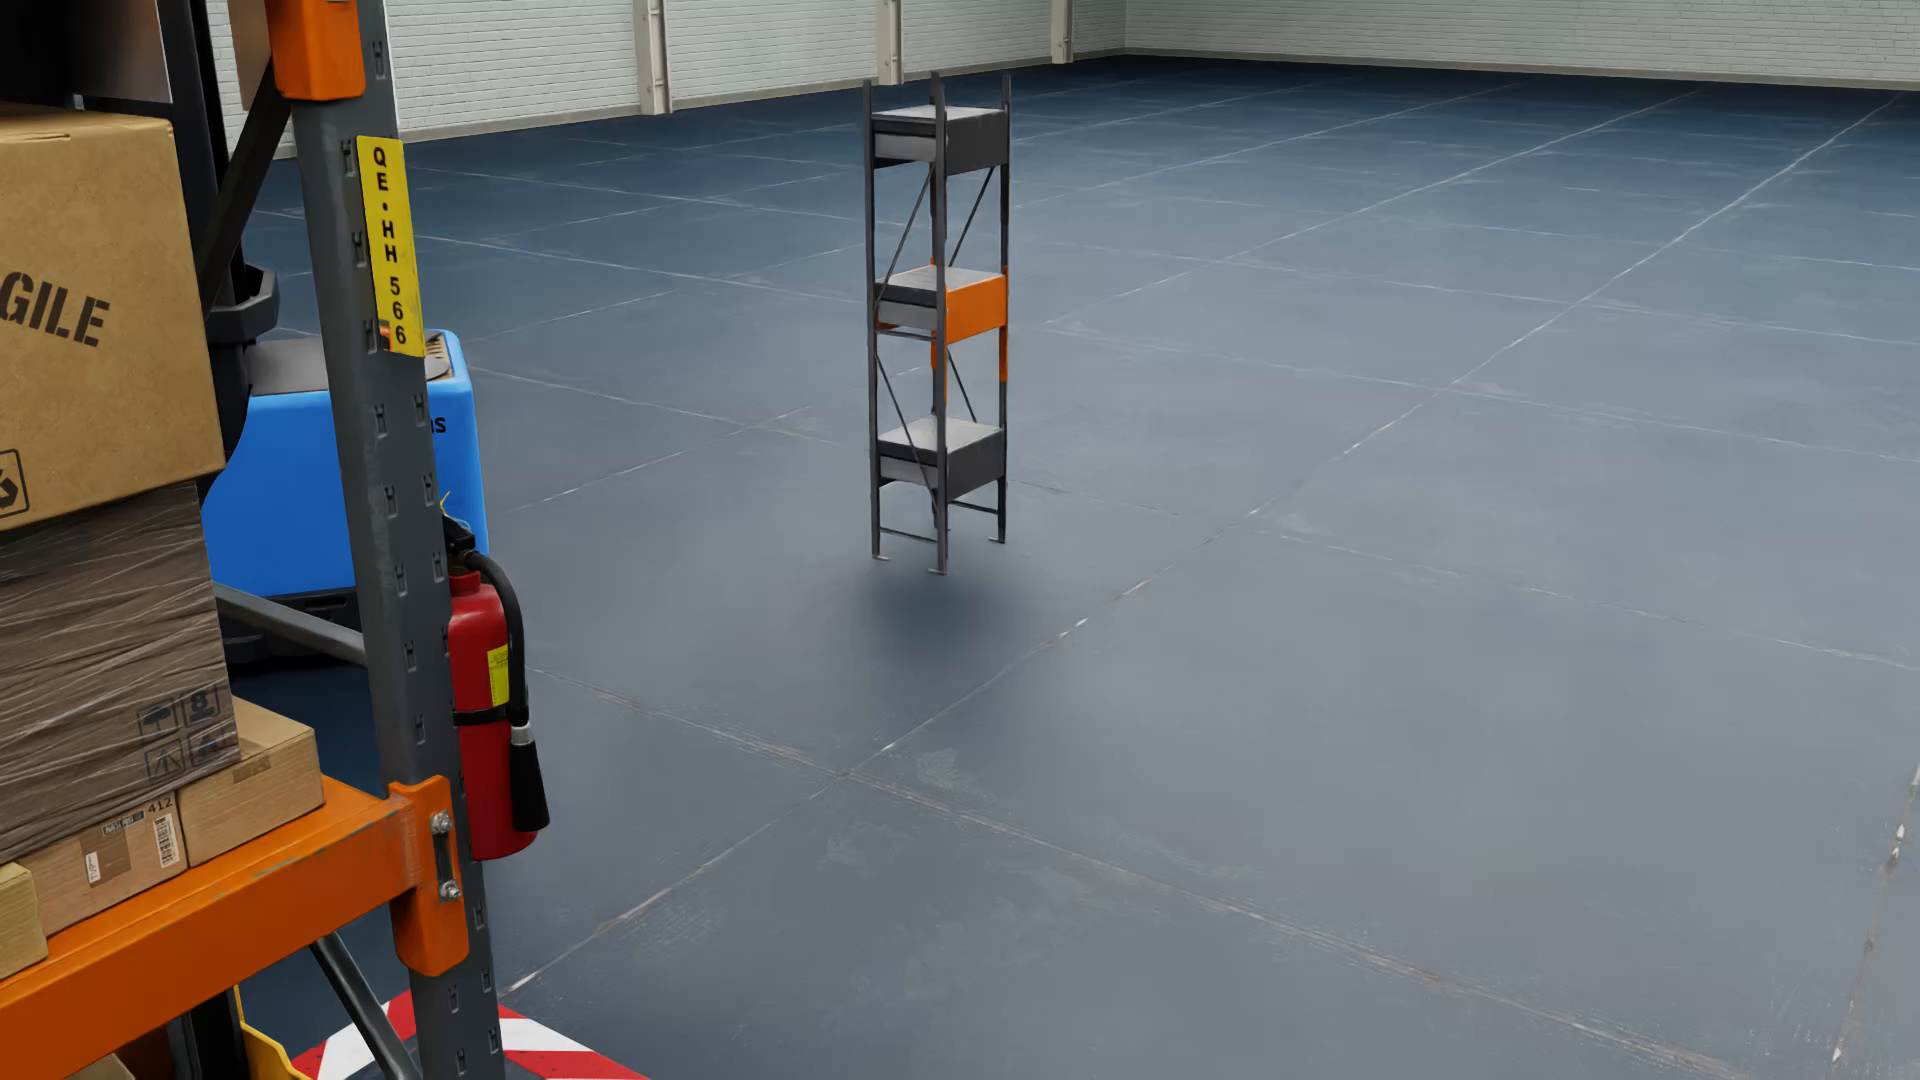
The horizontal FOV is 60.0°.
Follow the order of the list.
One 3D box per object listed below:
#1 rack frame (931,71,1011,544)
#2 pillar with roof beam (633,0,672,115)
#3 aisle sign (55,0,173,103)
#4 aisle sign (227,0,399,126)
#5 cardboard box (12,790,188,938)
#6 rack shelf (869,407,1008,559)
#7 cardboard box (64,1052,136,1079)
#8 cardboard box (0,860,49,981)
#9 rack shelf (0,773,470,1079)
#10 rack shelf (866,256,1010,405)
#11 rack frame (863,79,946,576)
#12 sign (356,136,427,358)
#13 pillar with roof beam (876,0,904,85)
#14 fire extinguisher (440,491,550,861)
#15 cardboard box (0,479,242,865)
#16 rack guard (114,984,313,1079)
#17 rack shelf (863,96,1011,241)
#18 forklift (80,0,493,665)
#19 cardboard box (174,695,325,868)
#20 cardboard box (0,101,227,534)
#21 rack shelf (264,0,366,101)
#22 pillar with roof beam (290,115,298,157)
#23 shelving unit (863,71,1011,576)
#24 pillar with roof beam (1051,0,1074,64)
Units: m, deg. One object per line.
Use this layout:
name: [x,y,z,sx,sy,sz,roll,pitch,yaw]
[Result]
rack frame: [0.044,-1.007,7.462,0.400,2.100,0.015,13,24,32]
pillar with roof beam: [-1.065,-9.877,21.495,9.100,9.000,0.400,13,24,32]
aisle sign: [-1.517,-1.158,2.825,0.394,0.787,0.004,13,24,32]
aisle sign: [-1.021,-1.041,2.508,0.394,0.787,0.004,13,24,32]
cardboard box: [-1.434,0.449,2.590,0.380,0.149,0.250,13,24,32]
rack shelf: [-0.093,-0.268,7.520,0.431,0.518,0.480,13,24,32]
cardboard box: [-1.669,1.289,2.955,0.500,0.500,0.500,19,28,42]
cardboard box: [-1.532,0.531,2.369,0.380,0.149,0.250,13,24,32]
rack shelf: [-2.428,1.049,1.643,1.077,0.370,4.000,13,24,32]
rack shelf: [-0.093,-0.925,7.277,0.431,0.518,0.480,13,24,32]
rack frame: [-0.230,-0.867,7.083,0.400,2.100,0.015,13,24,32]
sign: [-0.856,-0.440,2.506,0.100,0.325,0.005,13,24,32]
pillar with roof beam: [2.308,-11.598,26.149,9.100,9.000,0.400,13,24,32]
fire extinguisher: [-0.858,0.231,2.929,0.296,0.674,0.183,13,24,32]
cardboard box: [-1.636,0.104,2.588,0.875,0.500,0.500,13,24,32]
rack guard: [-1.347,1.332,3.444,1.175,0.500,0.348,13,24,32]
rack shelf: [-0.093,-1.581,7.034,0.431,0.518,0.480,13,24,32]
forklift: [-3.427,-0.959,6.133,3.031,2.935,1.130,-7,21,-18]
cardboard box: [-1.293,0.377,2.783,0.380,0.149,0.250,13,24,32]
cardboard box: [-1.409,-0.312,2.270,0.500,0.500,0.500,13,24,32]
rack shelf: [-2.428,-0.358,1.123,1.077,0.370,4.000,13,24,32]
pillar with roof beam: [-4.438,-8.155,16.841,9.100,9.000,0.400,13,24,32]
shelving unit: [-0.093,-0.937,7.272,0.431,2.100,0.503,13,24,32]
pillar with roof beam: [5.681,-13.320,30.803,9.100,9.000,0.400,13,24,32]
